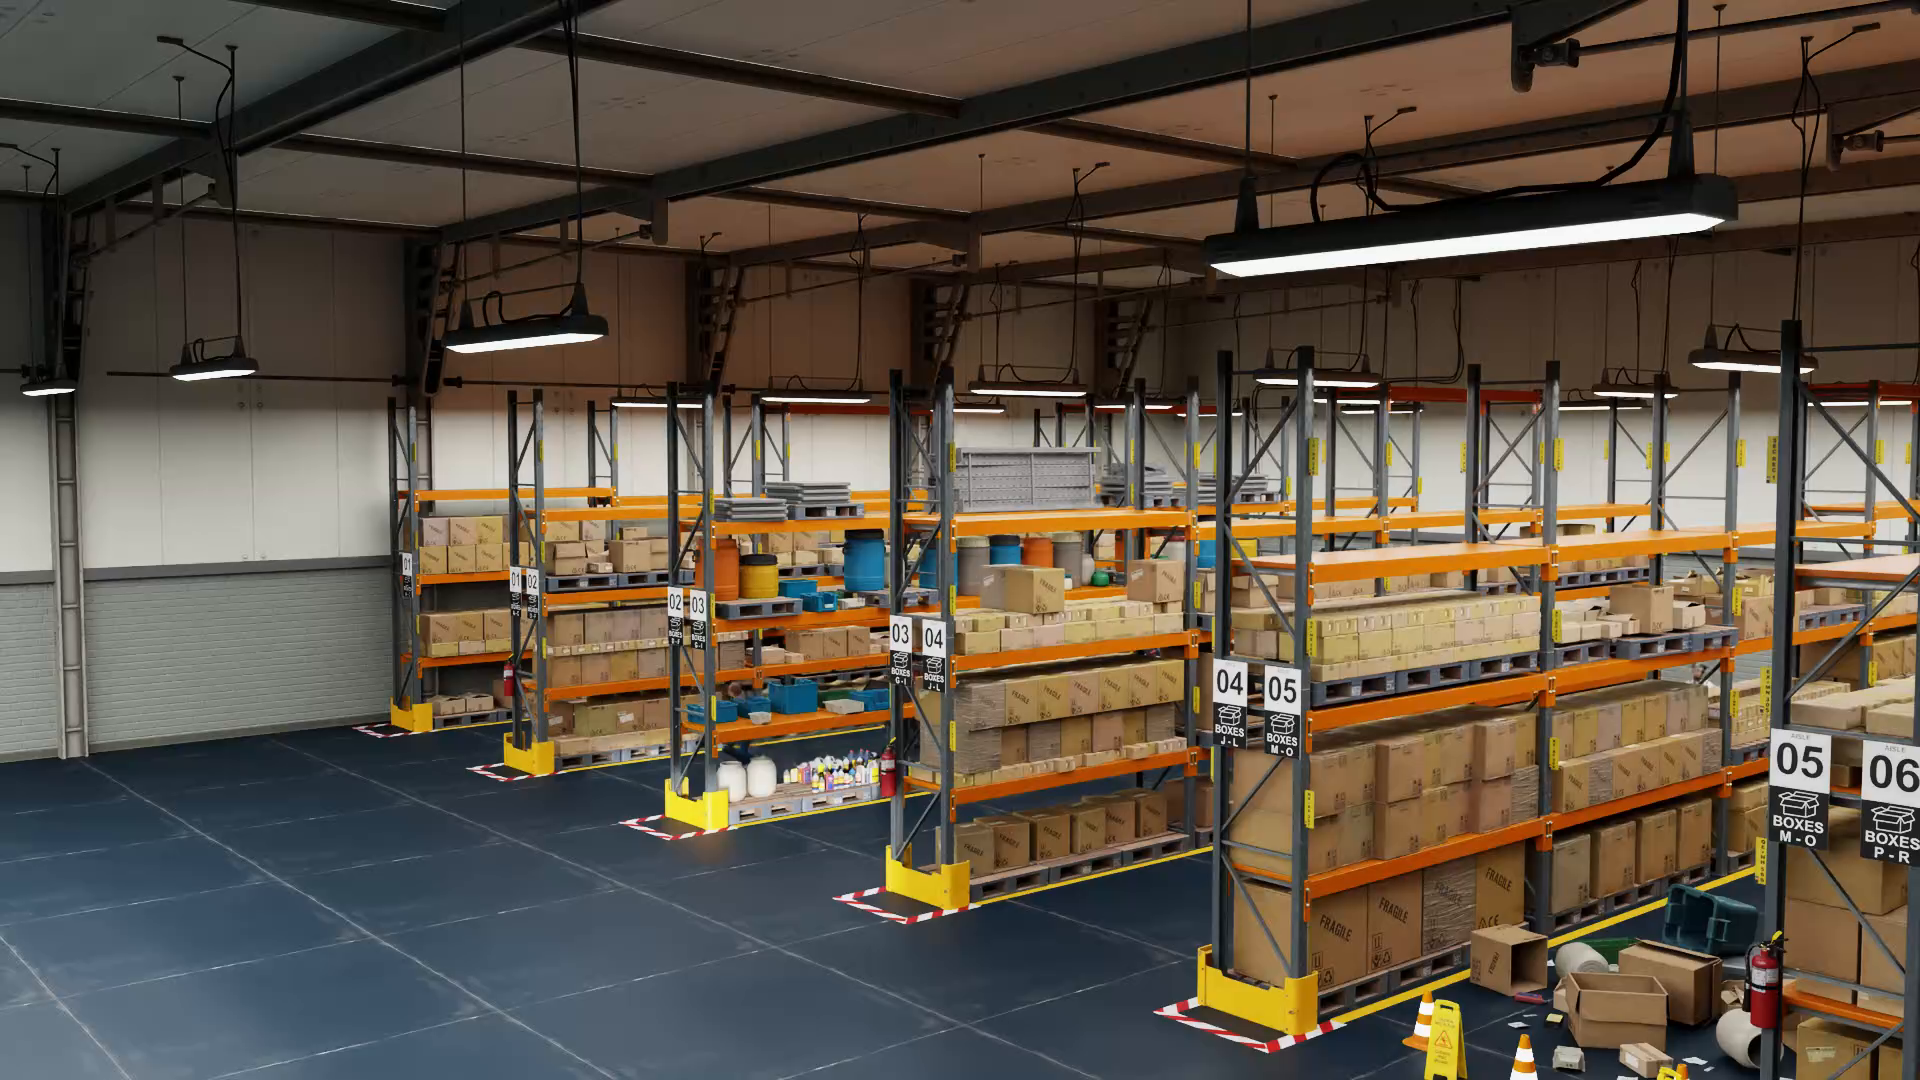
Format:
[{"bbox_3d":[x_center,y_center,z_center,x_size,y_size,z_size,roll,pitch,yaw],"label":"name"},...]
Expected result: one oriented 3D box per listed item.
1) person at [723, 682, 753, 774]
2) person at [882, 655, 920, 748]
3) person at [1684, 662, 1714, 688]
[{"bbox_3d":[-3.333,2.904,25.233,0.695,1.525,0.495,-2,4,-36],"label":"person"},{"bbox_3d":[-0.925,2.709,27.656,0.931,1.704,0.647,-3,4,-41],"label":"person"},{"bbox_3d":[11.826,2.783,26.691,0.613,1.642,0.574,3,4,38],"label":"person"}]
